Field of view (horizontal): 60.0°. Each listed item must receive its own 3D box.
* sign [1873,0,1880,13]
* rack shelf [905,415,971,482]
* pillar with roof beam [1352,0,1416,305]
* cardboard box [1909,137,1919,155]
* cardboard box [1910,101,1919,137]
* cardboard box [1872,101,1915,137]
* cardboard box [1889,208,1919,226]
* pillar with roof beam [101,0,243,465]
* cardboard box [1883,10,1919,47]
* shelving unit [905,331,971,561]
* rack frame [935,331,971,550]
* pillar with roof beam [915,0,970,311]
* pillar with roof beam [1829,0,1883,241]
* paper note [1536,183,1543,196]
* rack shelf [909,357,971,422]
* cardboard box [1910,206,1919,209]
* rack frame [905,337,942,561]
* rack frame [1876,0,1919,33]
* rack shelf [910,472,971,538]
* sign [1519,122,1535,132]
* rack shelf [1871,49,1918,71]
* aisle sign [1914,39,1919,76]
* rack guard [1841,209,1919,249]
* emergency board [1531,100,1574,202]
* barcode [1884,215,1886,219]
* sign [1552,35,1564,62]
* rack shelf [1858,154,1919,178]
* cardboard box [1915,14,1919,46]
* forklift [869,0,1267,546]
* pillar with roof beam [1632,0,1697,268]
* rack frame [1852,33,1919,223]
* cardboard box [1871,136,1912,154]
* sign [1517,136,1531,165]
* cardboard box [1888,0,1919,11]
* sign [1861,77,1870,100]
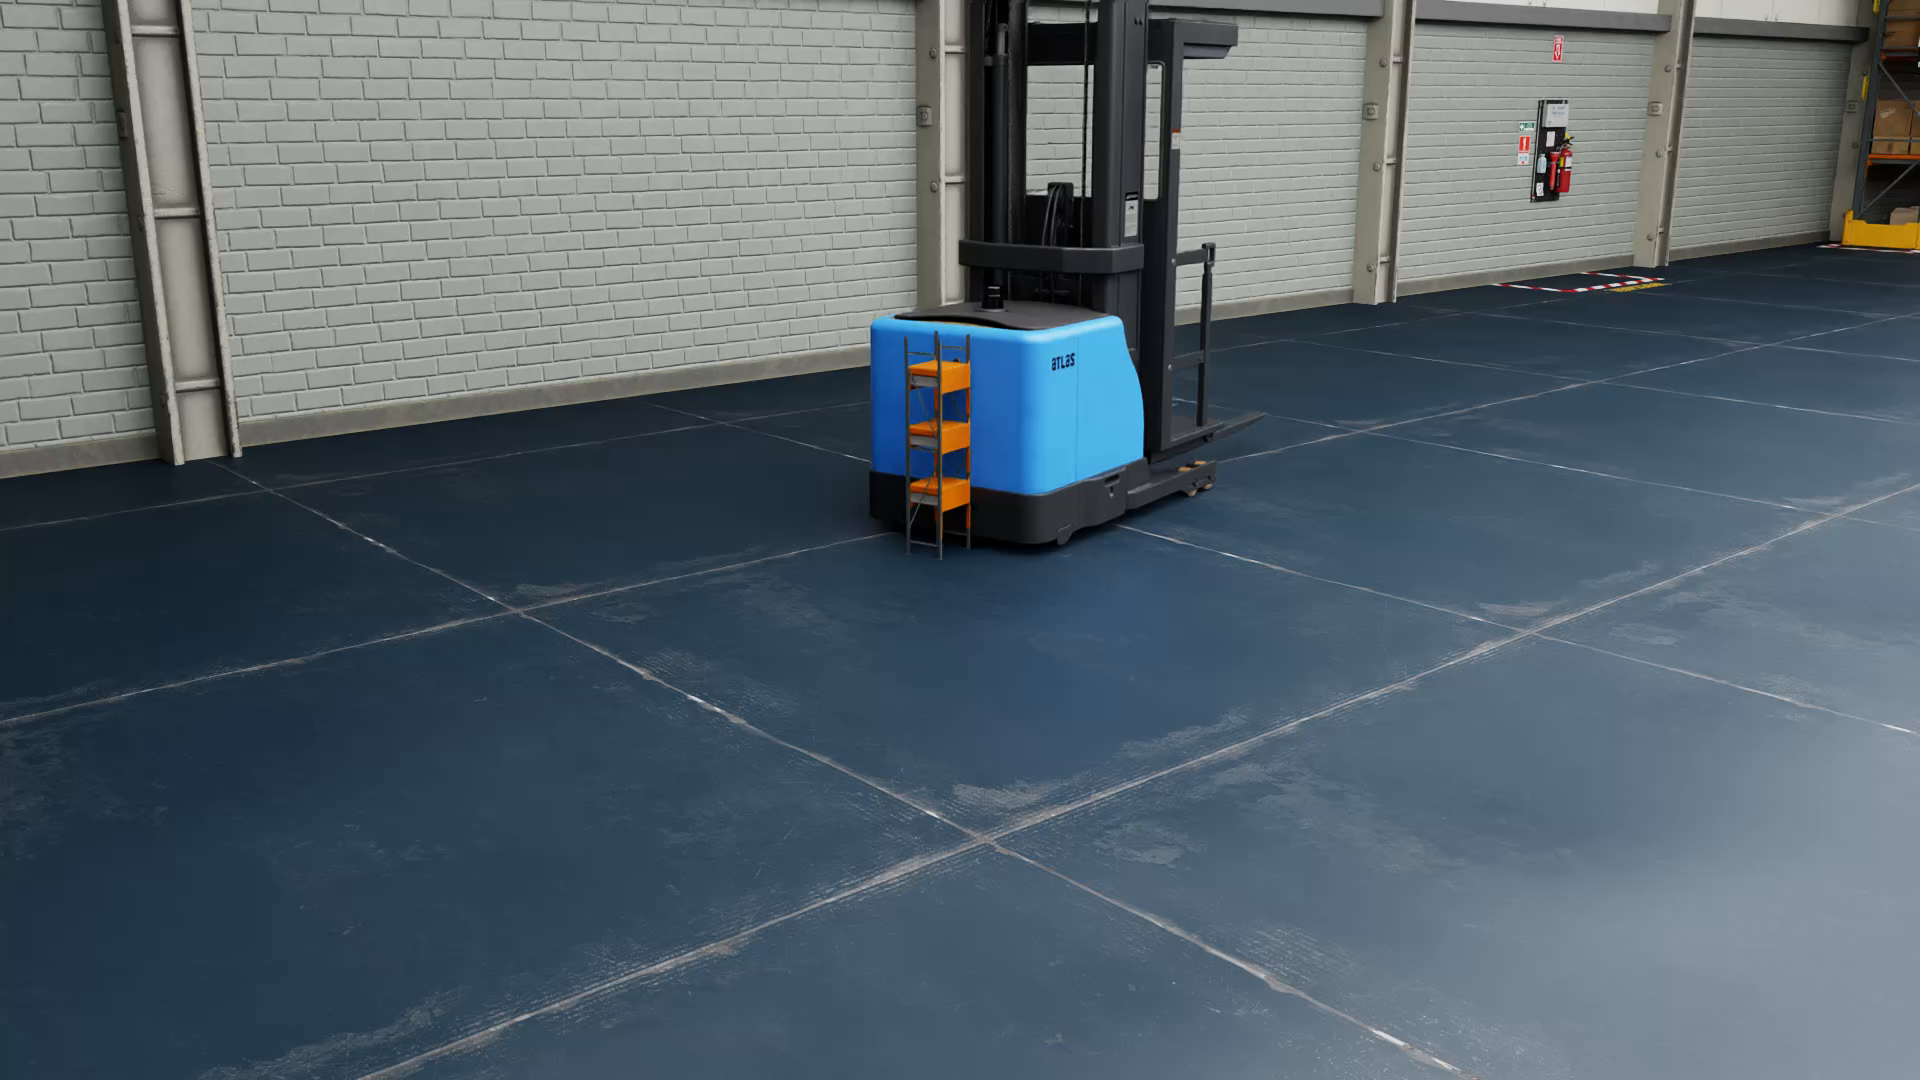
[{"bbox_3d":[13.159,-7.725,23.831,0.005,0.325,0.100,-13,19,-39],"label":"sign"},{"bbox_3d":[-0.103,-0.437,7.892,0.215,0.259,0.240,10,18,33],"label":"rack shelf"},{"bbox_3d":[7.242,-6.052,13.468,0.400,9.000,9.100,-13,19,-39],"label":"pillar with roof beam"},{"bbox_3d":[14.085,-5.695,24.010,0.500,0.250,0.500,-13,20,-41],"label":"cardboard box"},{"bbox_3d":[14.066,-6.059,23.919,0.500,0.500,0.500,-13,19,-39],"label":"cardboard box"},{"bbox_3d":[13.724,-6.158,24.289,0.500,0.500,0.500,-13,20,-40],"label":"cardboard box"},{"bbox_3d":[14.089,-4.750,24.579,0.500,0.311,0.500,13,20,41],"label":"cardboard box"},{"bbox_3d":[-1.811,-4.019,5.857,0.400,9.000,9.100,-13,19,-39],"label":"pillar with roof beam"},{"bbox_3d":[13.657,-7.364,23.962,0.500,0.500,0.500,-11,18,-35],"label":"cardboard box"},{"bbox_3d":[-0.103,-0.447,7.890,0.215,1.050,0.252,10,18,33],"label":"shelving unit"},{"bbox_3d":[-0.035,-0.473,7.987,0.200,1.050,0.008,10,18,33],"label":"rack frame"},{"bbox_3d":[2.716,-5.035,9.663,0.400,9.000,9.100,-13,19,-39],"label":"pillar with roof beam"},{"bbox_3d":[16.295,-8.084,21.078,0.400,9.000,9.100,-13,19,-39],"label":"pillar with roof beam"},{"bbox_3d":[6.874,-4.154,19.697,0.142,0.148,0.016,-13,19,-39],"label":"paper note"},{"bbox_3d":[-0.103,-0.711,7.819,0.215,0.259,0.240,10,18,33],"label":"rack shelf"},{"bbox_3d":[14.519,-4.847,24.941,0.500,0.311,0.500,-11,18,-35],"label":"cardboard box"},{"bbox_3d":[-0.171,-0.421,7.792,0.200,1.050,0.008,10,18,33],"label":"rack frame"},{"bbox_3d":[13.508,-8.635,23.141,0.127,3.000,1.000,-13,19,-39],"label":"rack frame"},{"bbox_3d":[-0.103,-0.168,7.964,0.215,0.259,0.240,10,18,33],"label":"rack shelf"},{"bbox_3d":[6.578,-4.795,19.293,0.331,0.109,0.001,-13,19,-39],"label":"sign"},{"bbox_3d":[15.017,-7.178,24.890,4.000,0.370,1.077,-13,19,-39],"label":"rack shelf"},{"bbox_3d":[13.651,-6.922,23.316,0.004,0.787,0.394,-13,19,-39],"label":"aisle sign"},{"bbox_3d":[13.566,-4.542,24.286,0.348,0.500,1.175,-13,19,-39],"label":"rack guard"},{"bbox_3d":[7.053,-4.596,19.645,0.643,1.169,0.194,-13,19,-39],"label":"emergency board"},{"bbox_3d":[13.840,-4.836,24.881,0.075,0.075,0.001,-13,19,-39],"label":"barcode"},{"bbox_3d":[6.982,-5.734,19.414,0.199,0.298,0.001,-13,19,-39],"label":"sign"},{"bbox_3d":[15.017,-5.728,25.277,4.000,0.370,1.077,-13,19,-39],"label":"rack shelf"},{"bbox_3d":[13.925,-7.252,23.543,0.500,0.500,0.500,-12,19,-38],"label":"cardboard box"},{"bbox_3d":[0.783,-1.715,8.989,1.130,2.935,3.031,10,18,33],"label":"forklift"},{"bbox_3d":[11.768,-7.068,17.273,0.400,9.000,9.100,-13,19,-39],"label":"pillar with roof beam"},{"bbox_3d":[13.508,-5.737,23.916,0.127,3.000,1.000,-13,19,-39],"label":"rack frame"},{"bbox_3d":[13.734,-5.791,24.370,0.500,0.250,0.500,-12,19,-39],"label":"cardboard box"},{"bbox_3d":[6.568,-4.540,19.365,0.234,0.329,0.001,-13,19,-39],"label":"sign"},{"bbox_3d":[13.662,-7.851,23.848,0.500,0.500,0.500,-12,19,-37],"label":"cardboard box"},{"bbox_3d":[13.159,-6.561,24.143,0.005,0.325,0.100,-13,19,-39],"label":"sign"}]
